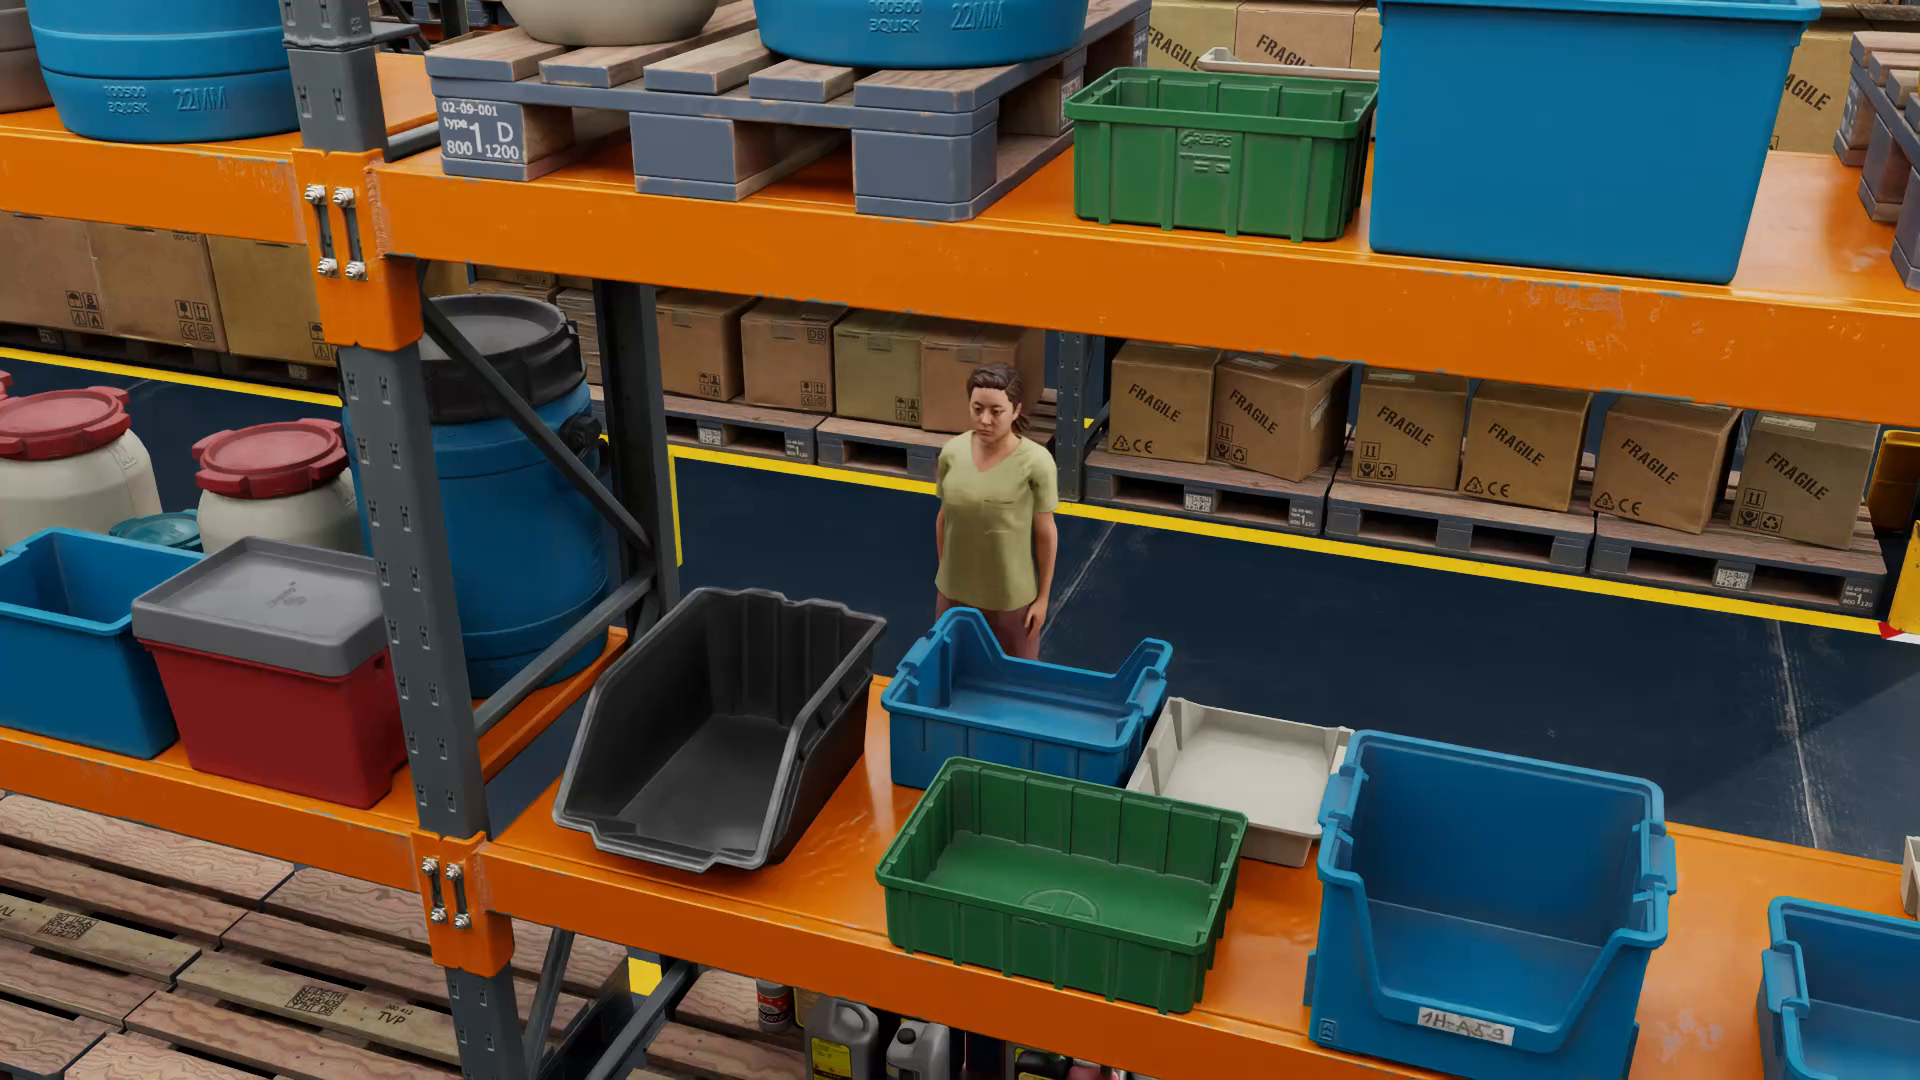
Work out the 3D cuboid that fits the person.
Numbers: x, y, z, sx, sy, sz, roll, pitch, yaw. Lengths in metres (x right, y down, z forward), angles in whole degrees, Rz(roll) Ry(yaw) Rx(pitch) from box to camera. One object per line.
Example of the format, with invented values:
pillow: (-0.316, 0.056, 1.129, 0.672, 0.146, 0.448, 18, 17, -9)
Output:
person: (0.109, 0.206, 5.746, 0.443, 1.708, 0.401, 9, 27, 19)
